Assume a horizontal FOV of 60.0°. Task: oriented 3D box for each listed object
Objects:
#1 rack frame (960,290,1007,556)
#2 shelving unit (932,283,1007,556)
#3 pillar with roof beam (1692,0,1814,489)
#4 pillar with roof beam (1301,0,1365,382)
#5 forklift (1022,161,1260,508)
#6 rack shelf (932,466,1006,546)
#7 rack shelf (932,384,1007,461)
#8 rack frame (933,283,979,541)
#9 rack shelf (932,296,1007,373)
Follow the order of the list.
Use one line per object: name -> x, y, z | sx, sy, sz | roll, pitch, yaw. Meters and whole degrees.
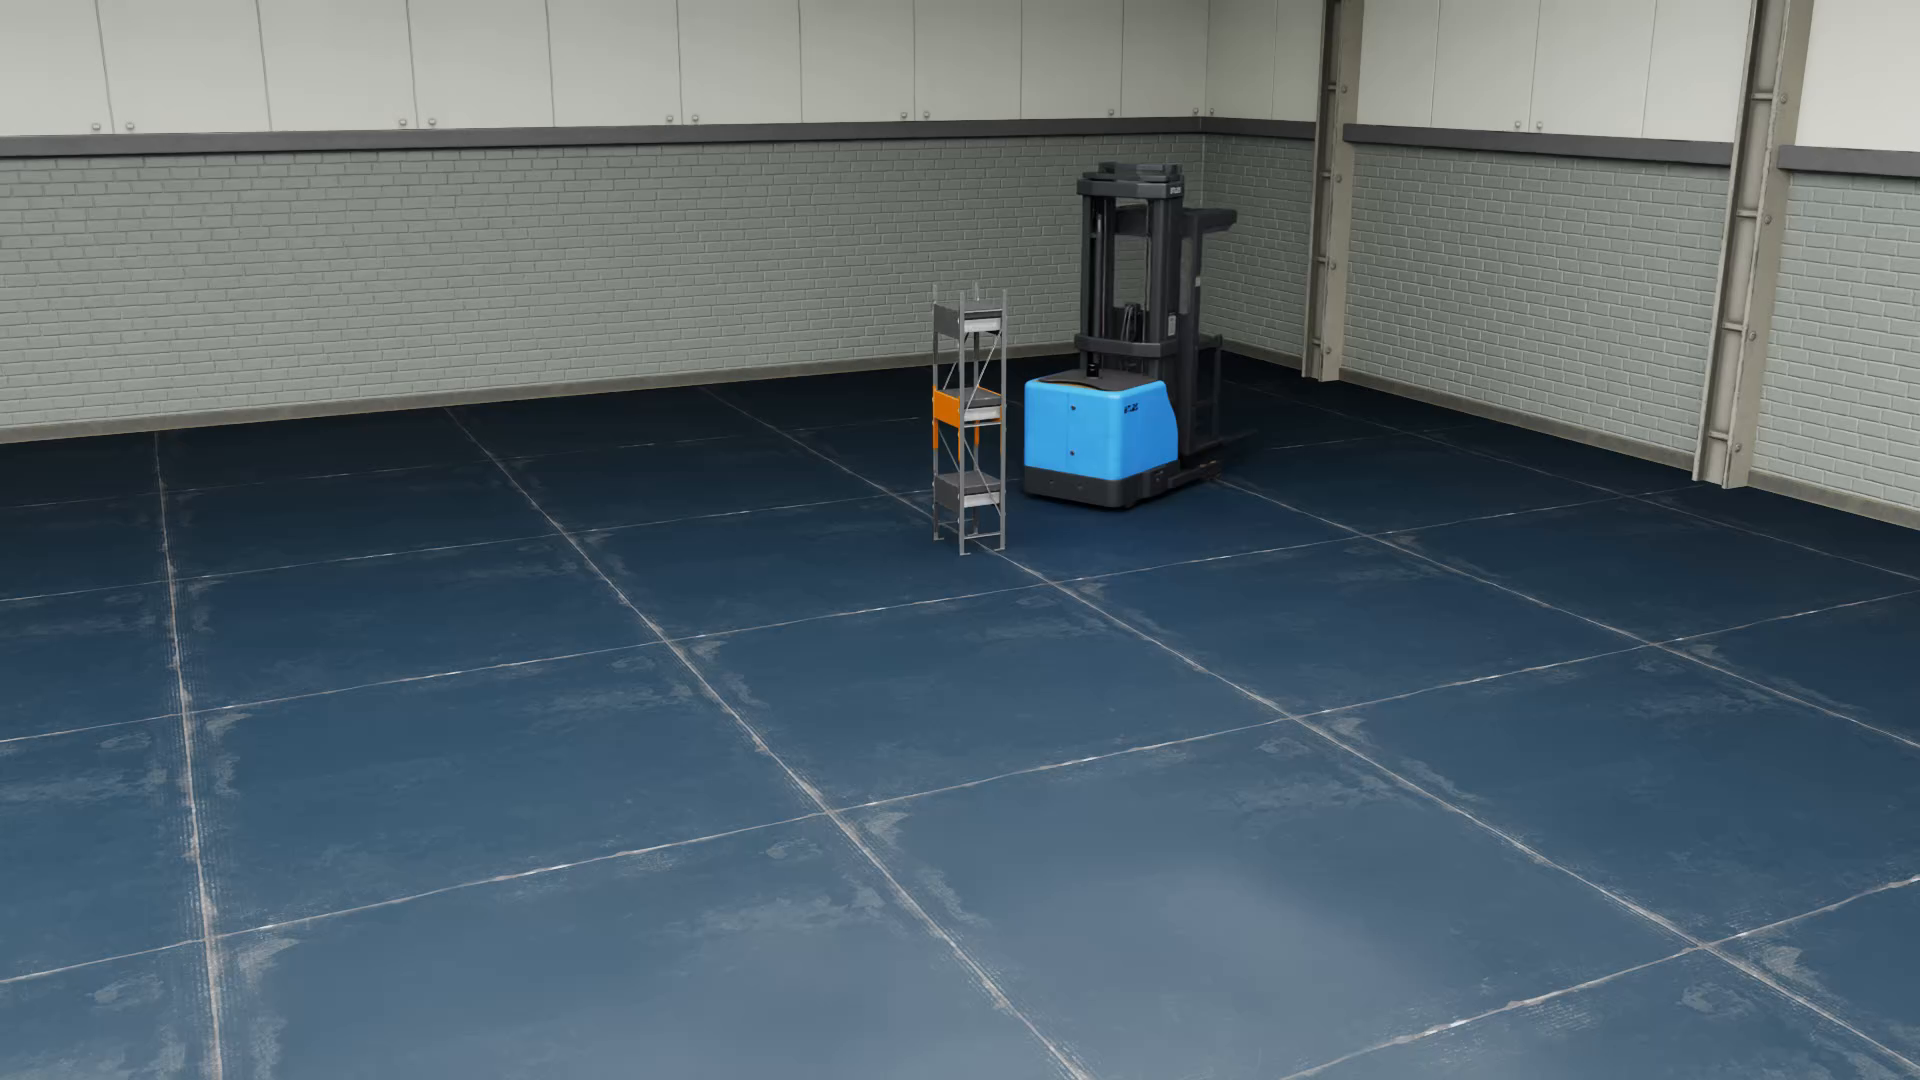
rack frame -> 0.179, -0.908, 13.107 | 0.400, 2.100, 0.015 | -8, 18, -25
shelving unit -> 0.072, -0.968, 13.318 | 0.431, 2.100, 0.503 | -8, 18, -25
pillar with roof beam -> 3.276, -4.345, 12.578 | 9.100, 9.000, 0.400 | -8, 18, -25
pillar with roof beam -> 0.648, -5.833, 17.763 | 9.100, 9.000, 0.400 | -8, 18, -25
forklift -> 1.855, -2.032, 15.517 | 1.130, 2.935, 3.031 | 12, 20, 36
rack shelf -> 0.073, -0.282, 13.515 | 0.431, 0.518, 0.480 | -8, 18, -25
rack shelf -> 0.072, -0.955, 13.322 | 0.431, 0.518, 0.480 | -8, 18, -25
rack frame -> -0.034, -1.029, 13.529 | 0.400, 2.100, 0.015 | -8, 18, -25
rack shelf -> 0.072, -1.628, 13.129 | 0.431, 0.518, 0.480 | -8, 18, -25
